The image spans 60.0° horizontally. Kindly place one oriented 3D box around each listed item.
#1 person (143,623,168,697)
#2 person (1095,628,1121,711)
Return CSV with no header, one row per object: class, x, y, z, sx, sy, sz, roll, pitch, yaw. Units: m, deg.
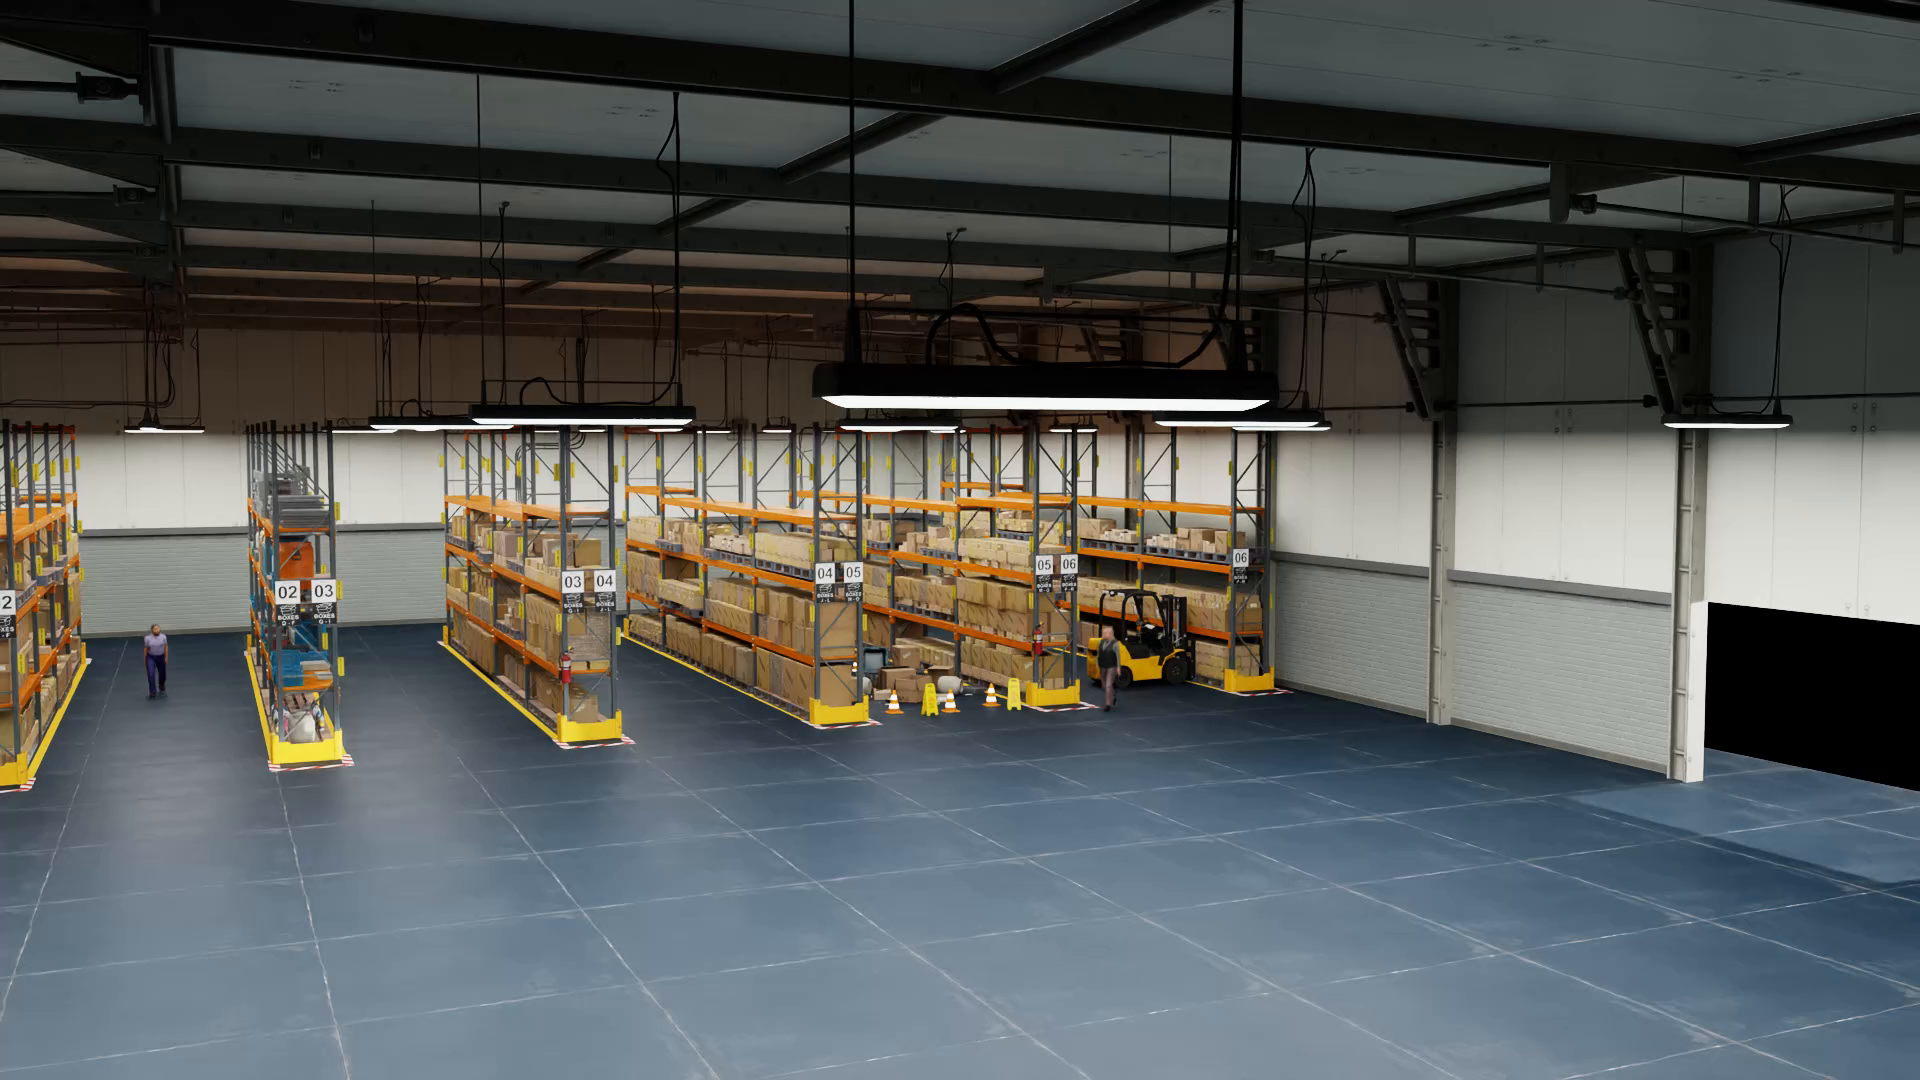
person,-17.710,2.619,36.614,0.481,1.600,0.857,-2,4,-27
person,3.131,2.687,34.878,0.531,1.705,0.793,3,5,43
